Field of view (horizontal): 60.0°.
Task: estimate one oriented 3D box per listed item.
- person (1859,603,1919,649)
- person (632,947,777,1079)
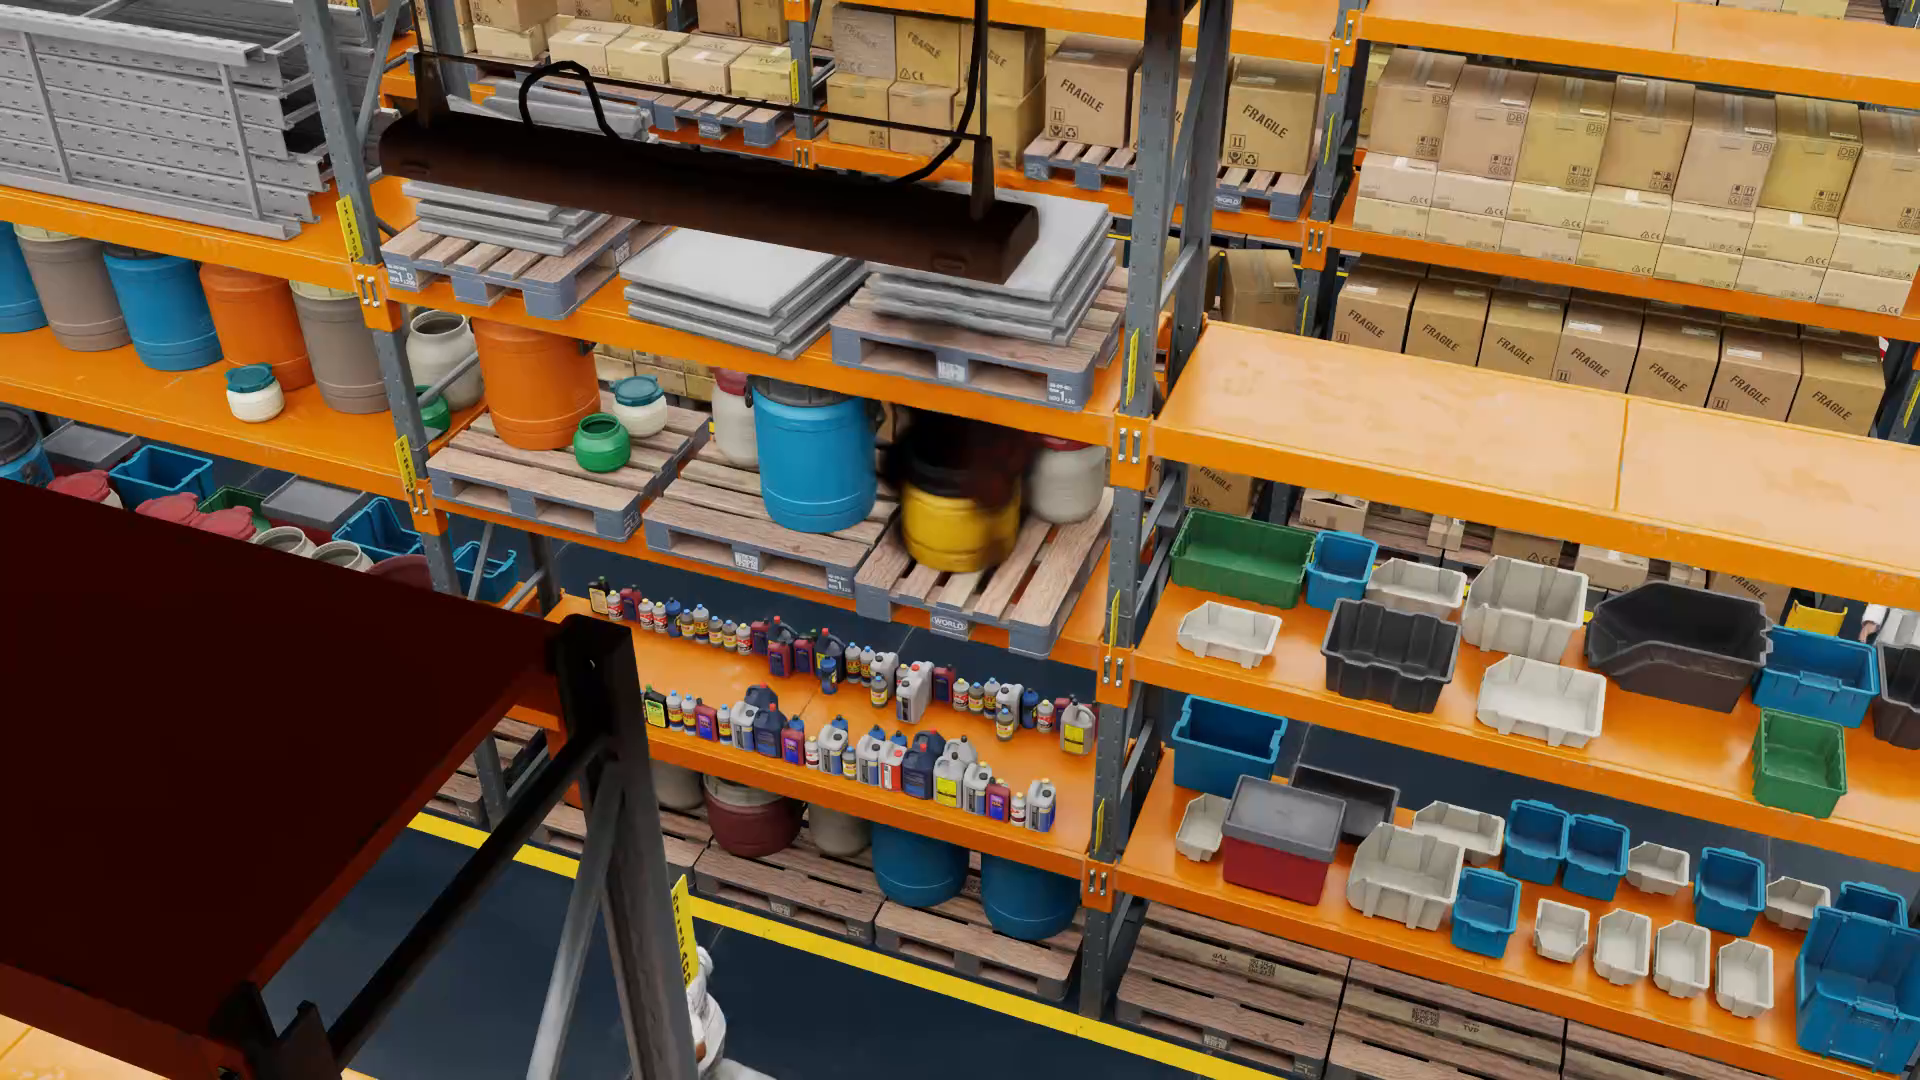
[{"bbox_3d":[6.234,0.772,10.974,0.813,1.684,0.757,-19,41,-24],"label":"person"},{"bbox_3d":[-1.371,2.597,8.552,0.981,1.661,0.587,9,37,12],"label":"person"}]
